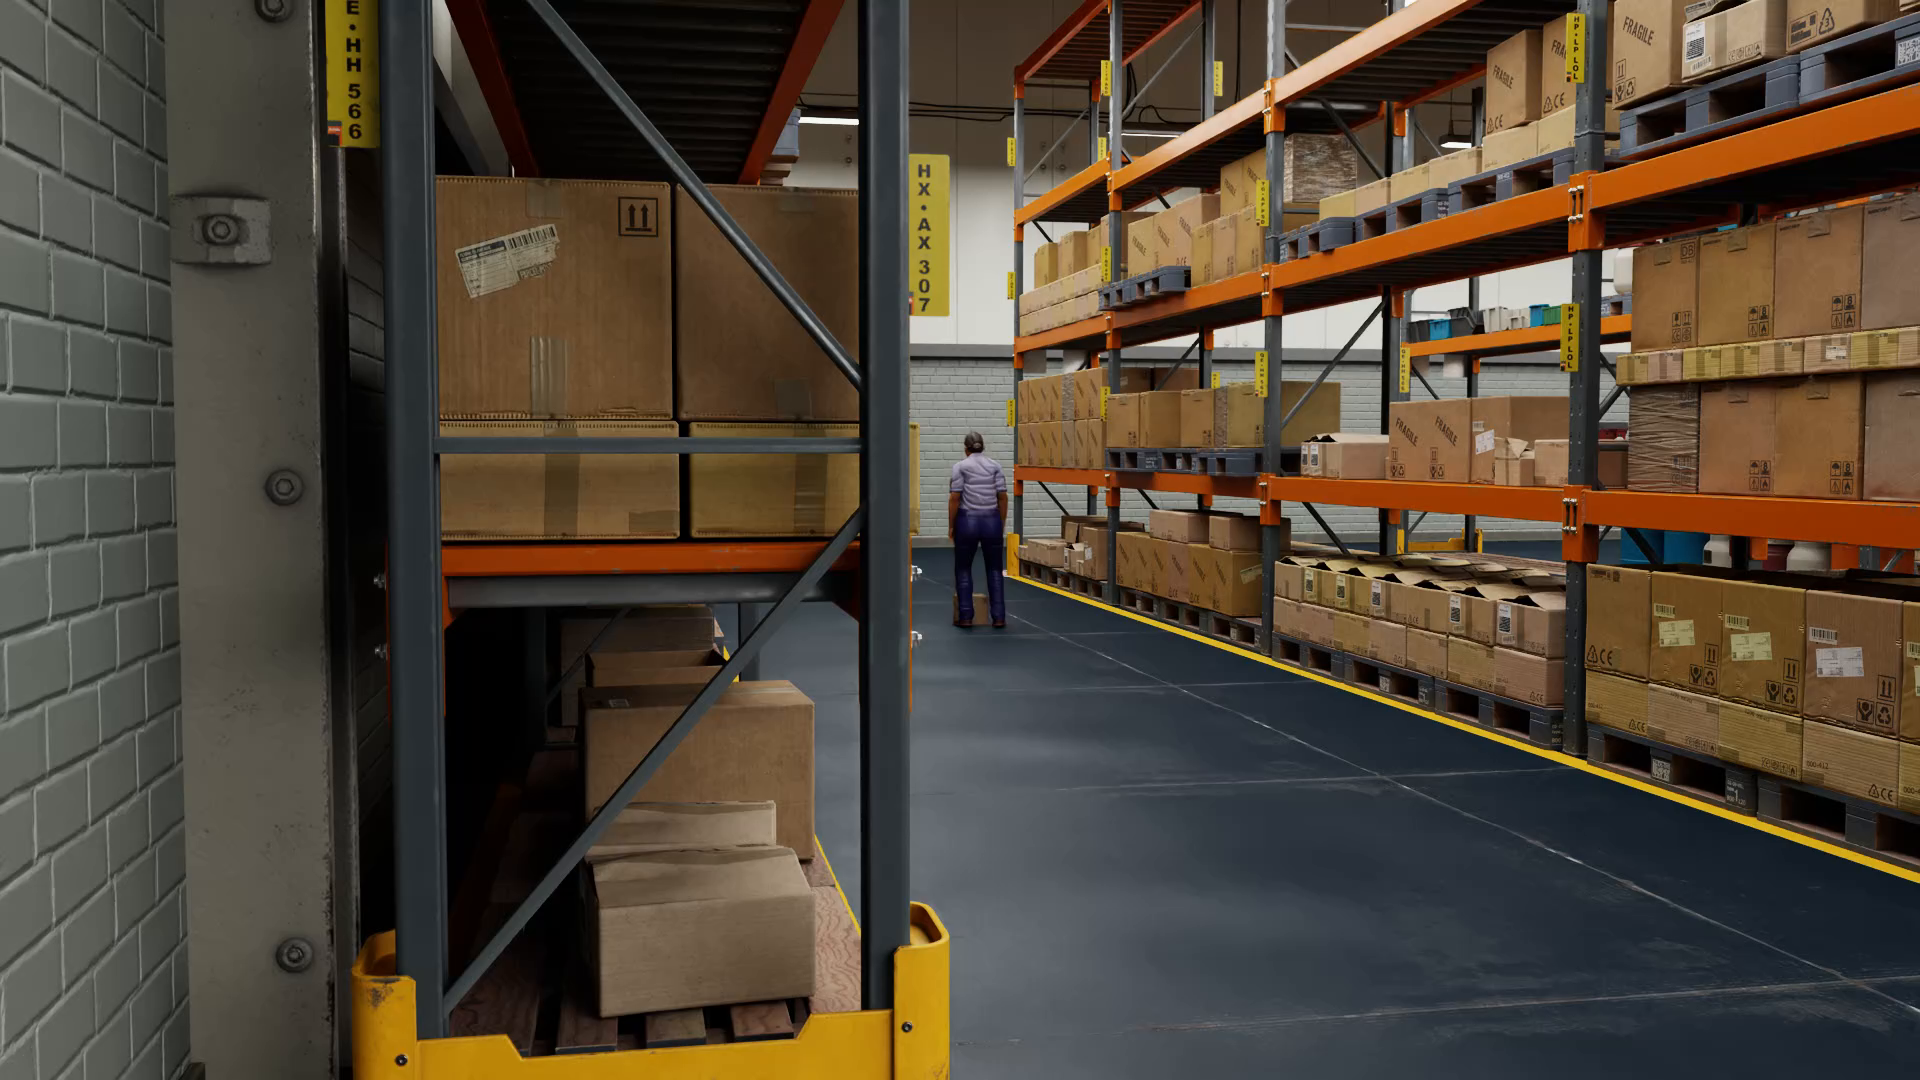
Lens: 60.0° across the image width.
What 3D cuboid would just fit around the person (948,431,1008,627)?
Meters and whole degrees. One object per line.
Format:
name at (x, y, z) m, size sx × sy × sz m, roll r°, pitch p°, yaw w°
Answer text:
person at (0.151, -0.089, 14.036) m, size 0.539 × 1.652 × 0.422 m, roll -1°, pitch 3°, yaw -13°
